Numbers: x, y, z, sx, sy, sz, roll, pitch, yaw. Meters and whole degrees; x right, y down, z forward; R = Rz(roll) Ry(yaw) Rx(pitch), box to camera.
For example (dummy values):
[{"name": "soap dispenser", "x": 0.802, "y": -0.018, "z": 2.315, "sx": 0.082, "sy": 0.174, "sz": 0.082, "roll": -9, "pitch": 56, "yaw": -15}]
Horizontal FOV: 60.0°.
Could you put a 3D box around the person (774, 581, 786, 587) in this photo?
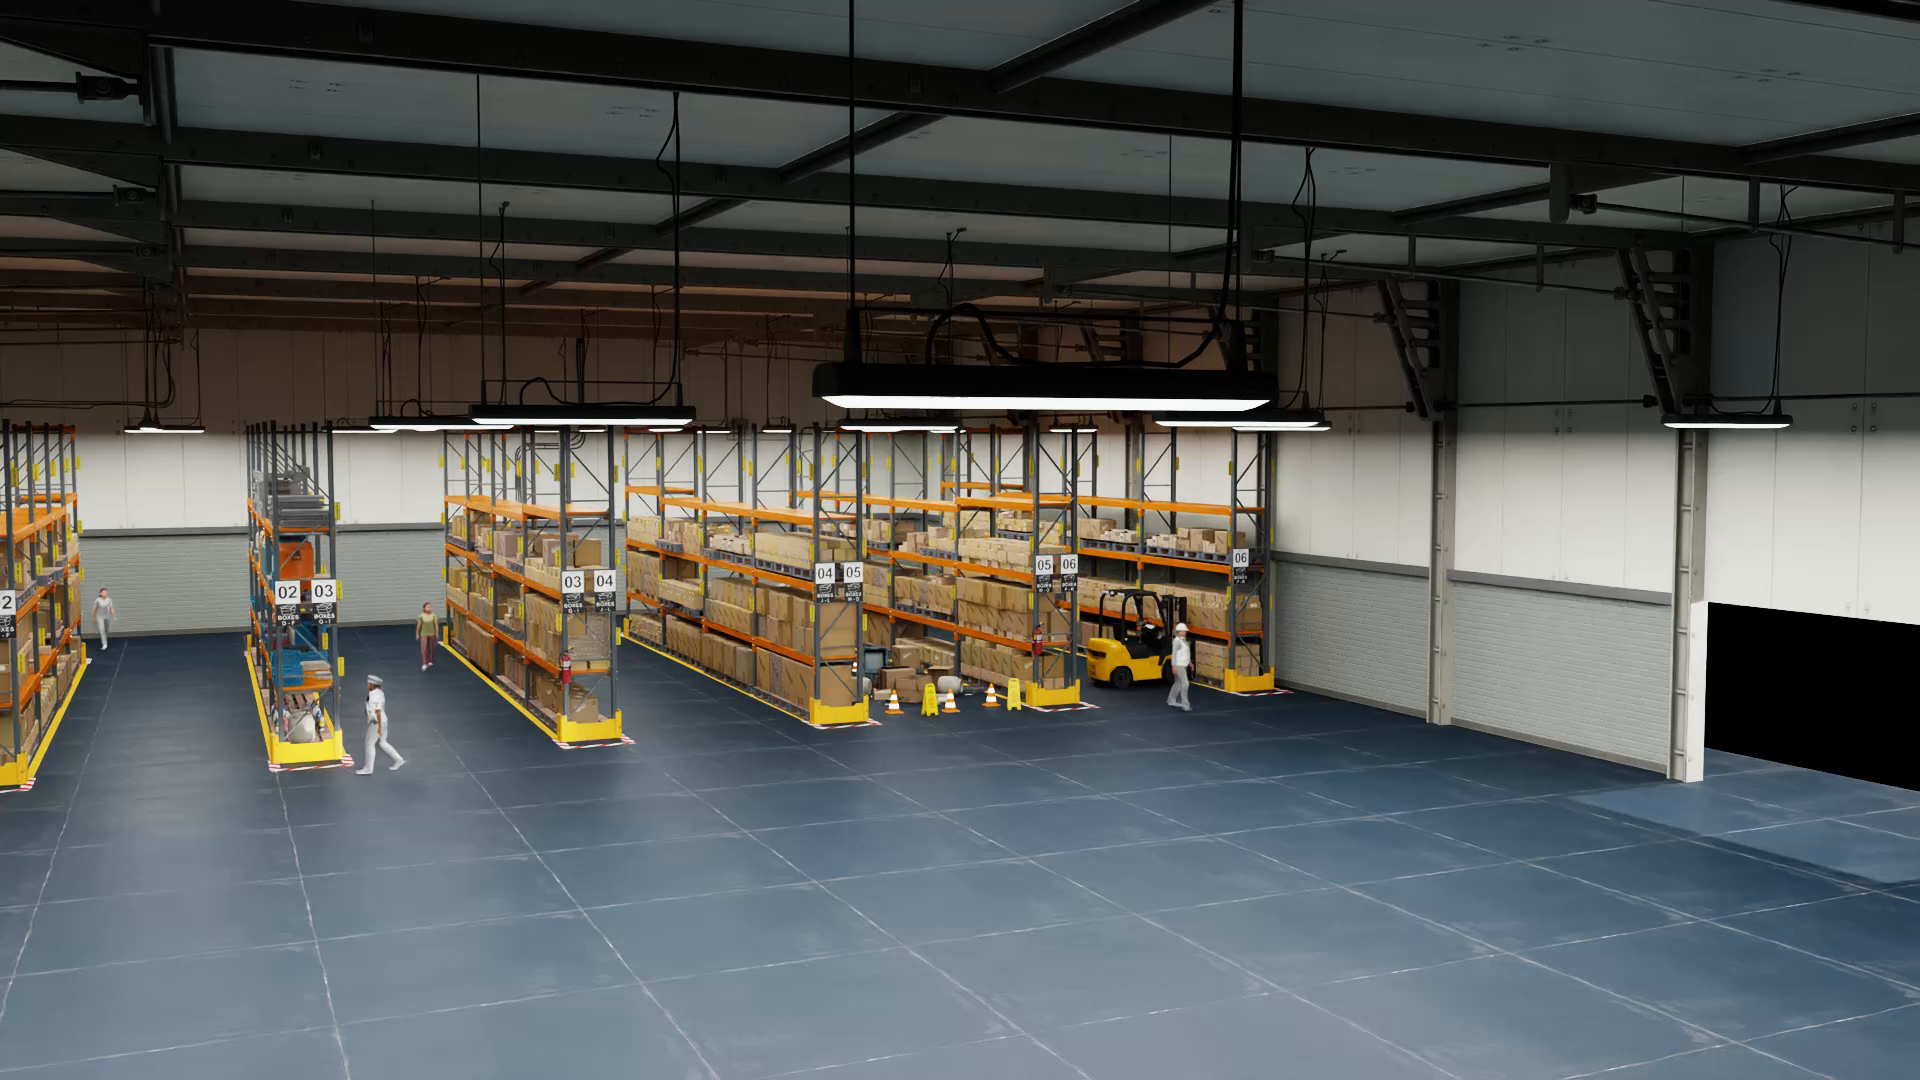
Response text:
[{"name": "person", "x": -5.775, "y": 1.498, "z": 53.130, "sx": 0.612, "sy": 1.794, "sz": 0.448, "roll": 3, "pitch": 5, "yaw": 43}]

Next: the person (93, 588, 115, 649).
[{"name": "person", "x": -23.060, "y": 2.092, "z": 44.785, "sx": 0.488, "sy": 1.599, "sz": 1.097, "roll": -3, "pitch": 5, "yaw": -40}]

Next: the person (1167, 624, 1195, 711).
[{"name": "person", "x": 4.664, "y": 2.676, "z": 34.992, "sx": 0.629, "sy": 1.826, "sz": 0.561, "roll": 1, "pitch": 4, "yaw": 19}]

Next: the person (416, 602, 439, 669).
[{"name": "person", "x": -13.084, "y": 2.336, "z": 40.843, "sx": 0.529, "sy": 1.600, "sz": 1.043, "roll": -1, "pitch": 4, "yaw": -22}]

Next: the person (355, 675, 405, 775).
[{"name": "person", "x": -9.872, "y": 3.122, "z": 28.260, "sx": 0.776, "sy": 1.659, "sz": 0.438, "roll": -1, "pitch": 4, "yaw": -9}]
